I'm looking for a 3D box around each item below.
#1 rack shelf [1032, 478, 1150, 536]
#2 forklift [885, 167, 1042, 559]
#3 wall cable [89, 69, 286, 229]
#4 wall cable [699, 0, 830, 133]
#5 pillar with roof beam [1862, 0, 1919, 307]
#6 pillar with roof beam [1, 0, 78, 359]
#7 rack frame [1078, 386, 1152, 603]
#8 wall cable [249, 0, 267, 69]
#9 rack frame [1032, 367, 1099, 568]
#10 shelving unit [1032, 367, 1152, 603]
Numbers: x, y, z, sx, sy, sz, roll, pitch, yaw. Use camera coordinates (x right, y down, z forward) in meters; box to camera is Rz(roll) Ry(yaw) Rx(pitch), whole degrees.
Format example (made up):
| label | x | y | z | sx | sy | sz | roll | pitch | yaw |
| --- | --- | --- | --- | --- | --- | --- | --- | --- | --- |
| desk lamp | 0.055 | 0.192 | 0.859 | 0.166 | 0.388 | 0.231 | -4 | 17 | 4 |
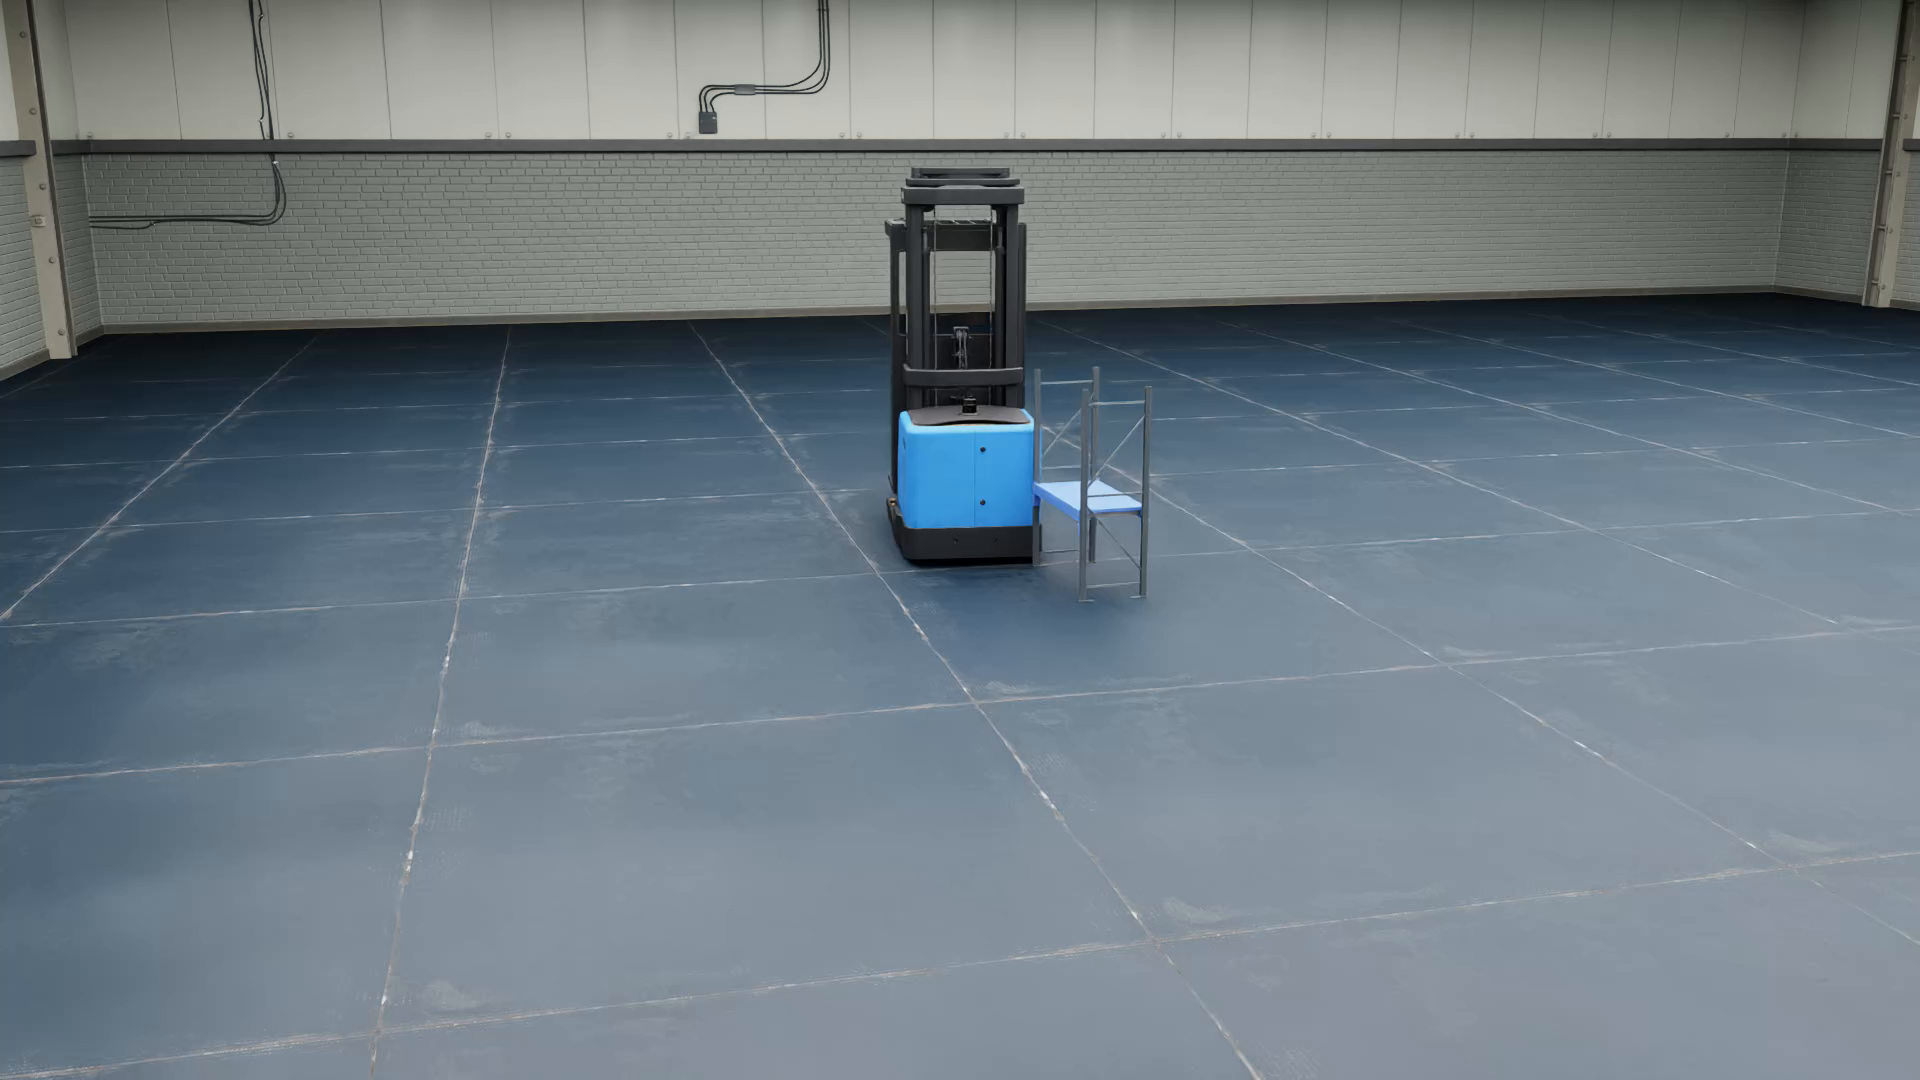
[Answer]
| label | x | y | z | sx | sy | sz | roll | pitch | yaw |
| --- | --- | --- | --- | --- | --- | --- | --- | --- | --- |
| rack shelf | 0.932 | -0.250 | 12.048 | 0.538 | 0.185 | 1.000 | -4 | 14 | -16 |
| forklift | -0.038 | -1.575 | 13.697 | 1.130 | 2.935 | 3.031 | -1 | 14 | -6 |
| wall cable | -12.600 | -6.309 | 26.834 | 3.097 | 2.526 | 0.112 | -3 | 14 | -13 |
| wall cable | -3.368 | -9.995 | 28.213 | 2.305 | 6.003 | 0.169 | -3 | 14 | -13 |
| pillar with roof beam | 13.241 | -8.580 | 29.587 | 9.100 | 9.000 | 0.400 | -3 | 14 | -13 |
| pillar with roof beam | -9.009 | -7.304 | 24.364 | 9.100 | 9.000 | 0.400 | -3 | 14 | -13 |
| rack frame | 1.074 | -0.309 | 11.531 | 0.500 | 1.500 | 0.032 | -4 | 14 | -16 |
| wall cable | -9.970 | -8.914 | 26.852 | 3.097 | 2.526 | 0.112 | -3 | 14 | -13 |
| rack frame | 0.791 | -0.541 | 12.479 | 0.500 | 1.500 | 0.032 | -4 | 14 | -16 |
| shelving unit | 0.932 | -0.425 | 12.005 | 0.538 | 1.500 | 1.048 | -4 | 14 | -16 |
